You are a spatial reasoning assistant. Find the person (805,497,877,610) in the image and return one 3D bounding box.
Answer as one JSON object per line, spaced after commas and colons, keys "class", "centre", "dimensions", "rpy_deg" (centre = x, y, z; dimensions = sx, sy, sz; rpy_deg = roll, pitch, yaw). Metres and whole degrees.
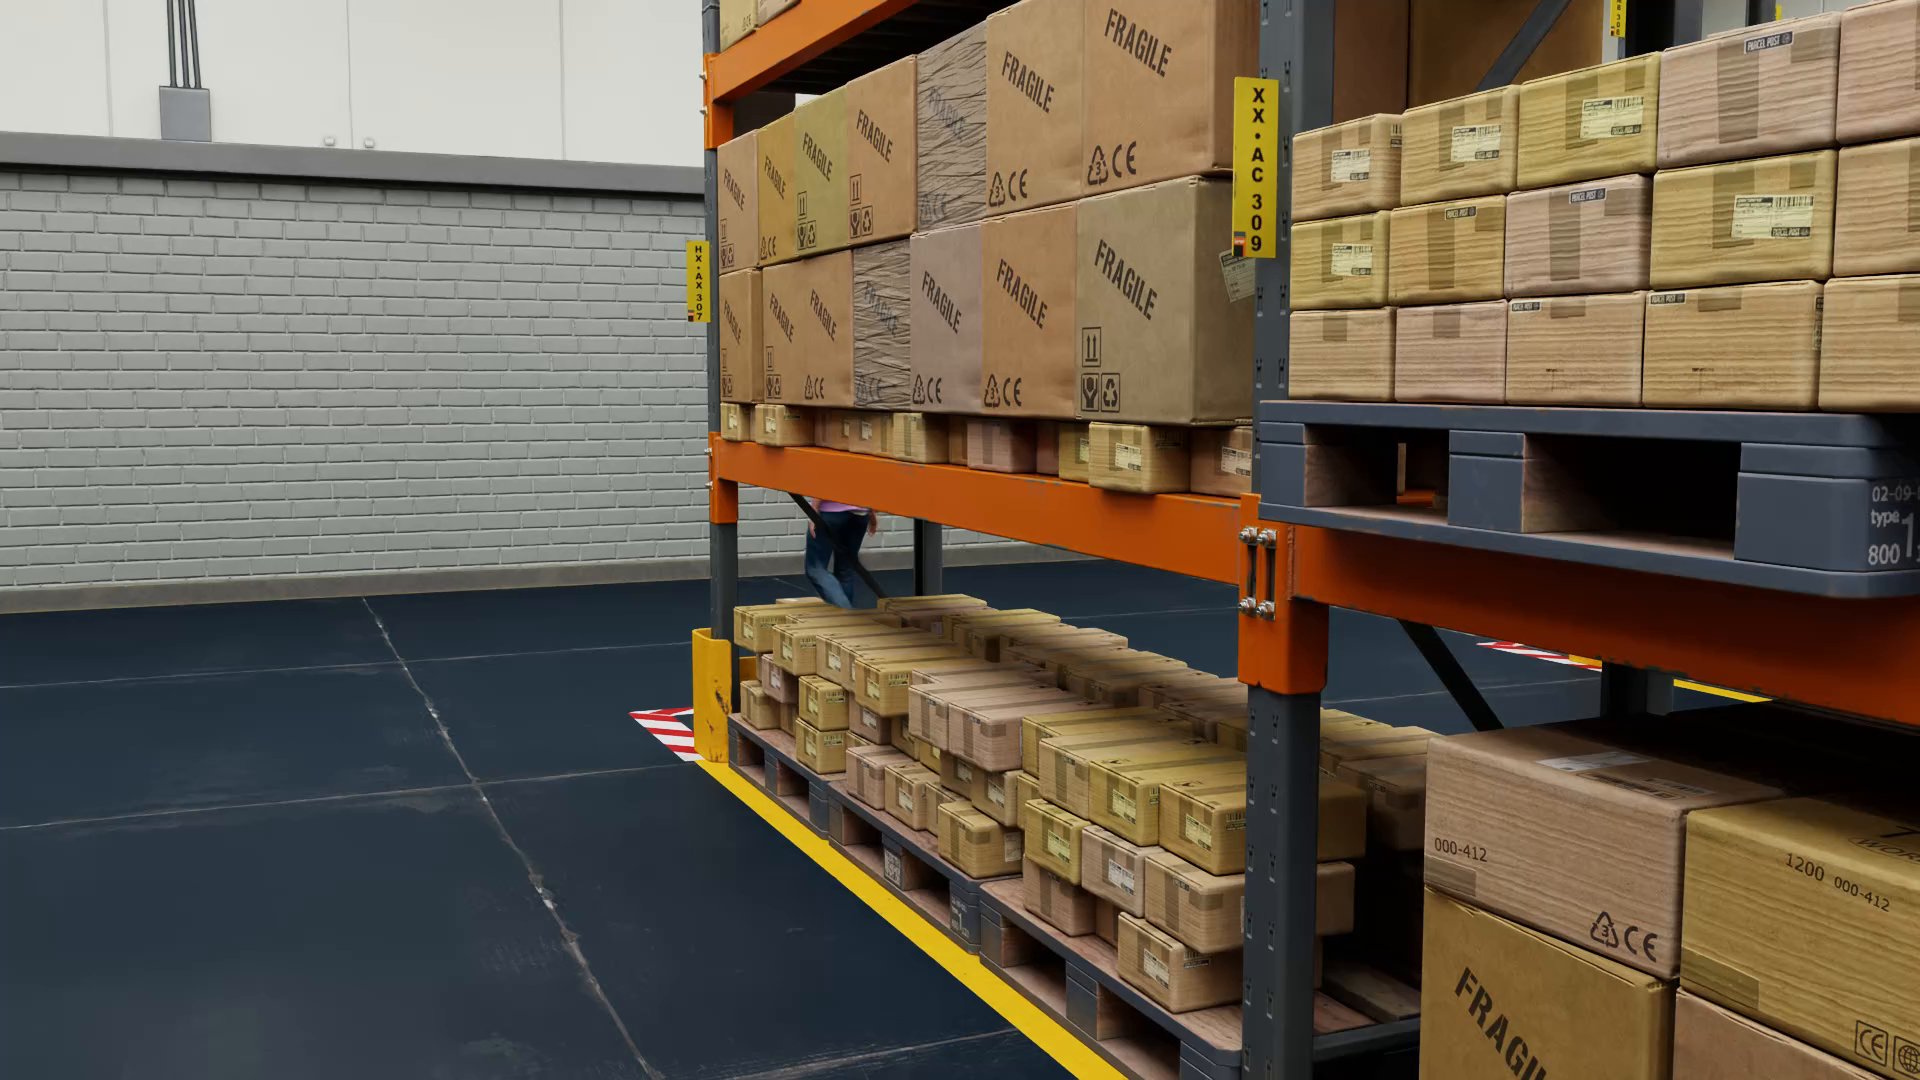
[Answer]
{"class": "person", "centre": [-0.663, -0.140, 9.133], "dimensions": [0.443, 1.556, 0.647], "rpy_deg": [-4, 7, -37]}
